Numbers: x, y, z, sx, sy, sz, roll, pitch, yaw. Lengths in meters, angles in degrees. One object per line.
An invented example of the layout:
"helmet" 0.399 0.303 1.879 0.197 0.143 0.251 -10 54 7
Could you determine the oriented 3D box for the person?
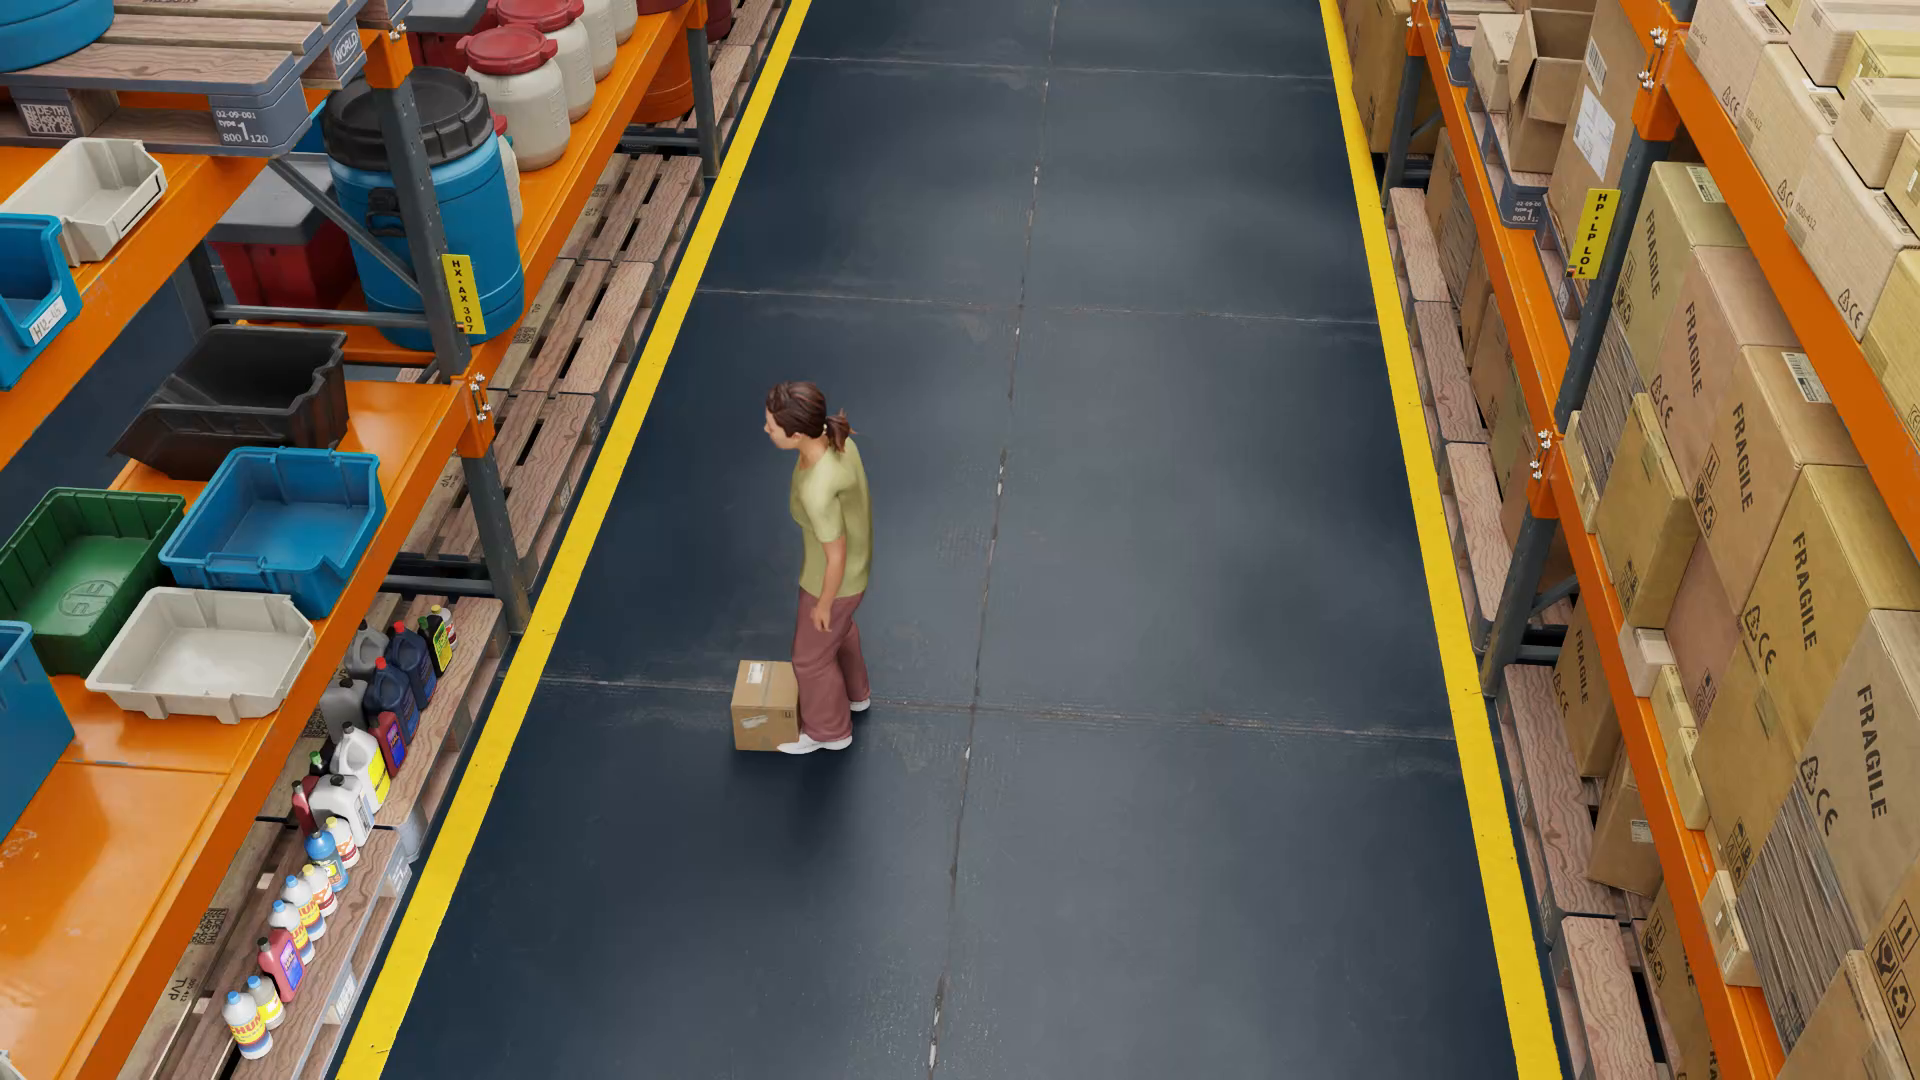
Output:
"person" -0.518 0.112 6.026 0.416 1.671 0.506 1 40 2
